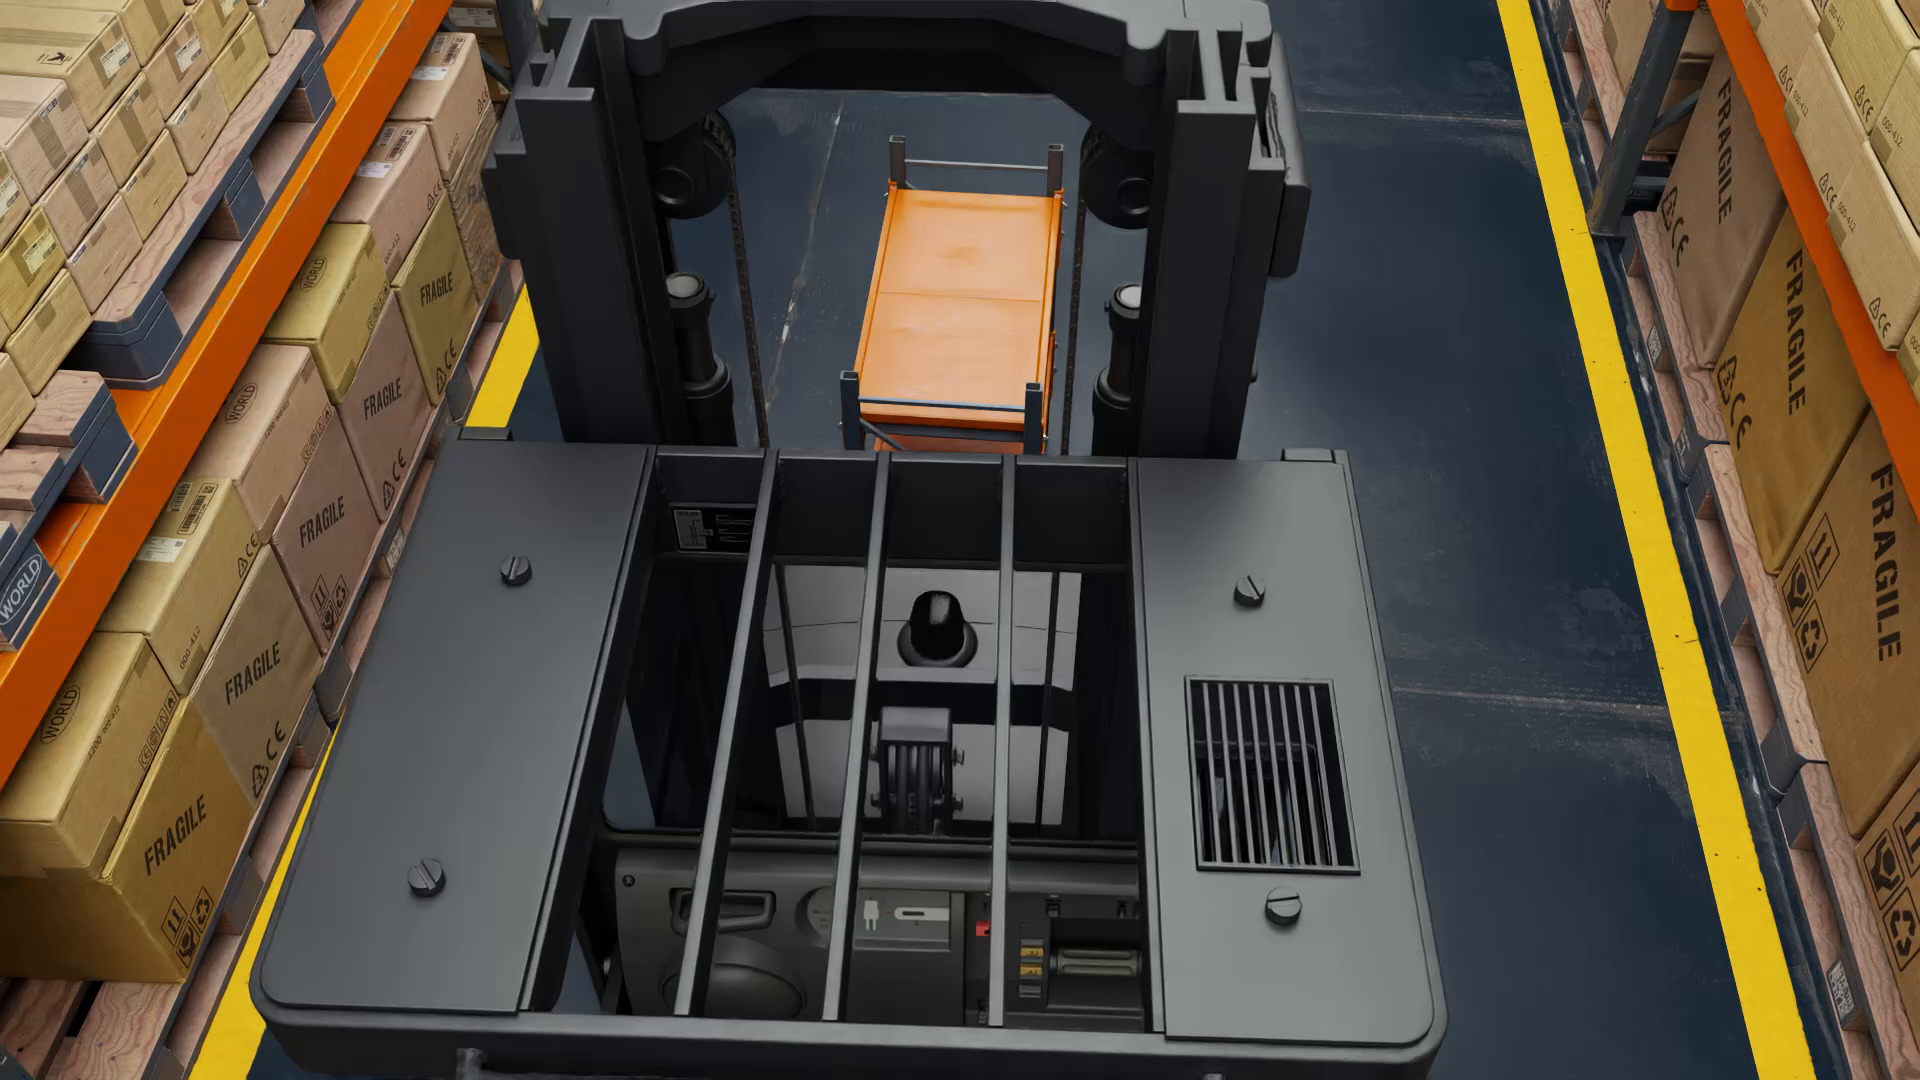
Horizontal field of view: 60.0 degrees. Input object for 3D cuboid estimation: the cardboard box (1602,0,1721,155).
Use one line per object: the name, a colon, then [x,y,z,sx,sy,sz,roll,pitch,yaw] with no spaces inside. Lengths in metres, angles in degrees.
cardboard box: [3.056,-1.903,6.410,0.875,0.438,0.875,3,48,3]

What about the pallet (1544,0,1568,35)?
pallet: [3.148,-2.683,7.561,1.003,0.211,1.213,4,48,4]

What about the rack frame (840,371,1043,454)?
rack frame: [-0.046,-0.011,4.498,0.500,1.125,0.032,4,48,4]

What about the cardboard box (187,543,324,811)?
cardboard box: [-2.050,0.338,4.317,0.500,0.500,0.500,4,48,4]

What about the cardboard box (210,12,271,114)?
cardboard box: [-2.001,-1.225,4.223,0.380,0.149,0.250,6,48,5]

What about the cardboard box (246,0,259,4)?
cardboard box: [-1.980,-1.514,4.286,0.380,0.149,0.250,2,48,2]

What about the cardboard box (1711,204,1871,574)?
cardboard box: [2.841,-0.472,4.804,0.875,0.875,0.875,5,48,5]

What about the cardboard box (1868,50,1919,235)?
cardboard box: [2.435,-0.860,3.767,0.500,0.250,0.500,3,48,2]

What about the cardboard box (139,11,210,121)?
cardboard box: [-2.031,-1.135,3.940,0.380,0.149,0.250,5,48,5]

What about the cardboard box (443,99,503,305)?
cardboard box: [-1.863,-1.168,5.695,0.500,0.500,0.500,3,48,3]

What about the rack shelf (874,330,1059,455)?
rack shelf: [0.001,-0.220,5.020,0.538,0.278,1.000,4,48,4]

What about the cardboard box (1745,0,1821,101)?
cardboard box: [2.543,-1.436,4.632,0.500,0.250,0.500,3,48,3]

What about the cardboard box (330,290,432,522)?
cardboard box: [-1.961,-0.414,5.006,0.500,0.500,0.500,3,48,3]

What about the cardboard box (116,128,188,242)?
cardboard box: [-2.051,-0.838,3.869,0.380,0.149,0.250,4,48,4]

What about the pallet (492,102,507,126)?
pallet: [-2.021,-1.986,6.923,1.003,0.211,1.213,4,48,4]

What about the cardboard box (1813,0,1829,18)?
cardboard box: [2.552,-1.601,4.444,0.500,0.250,0.500,5,48,4]

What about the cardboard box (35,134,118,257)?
cardboard box: [-2.077,-0.755,3.592,0.380,0.149,0.250,4,48,4]

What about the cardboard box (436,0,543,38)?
cardboard box: [-1.809,-2.050,6.337,0.380,0.149,0.250,6,48,5]

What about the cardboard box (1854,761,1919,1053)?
cardboard box: [2.673,0.841,3.604,0.875,0.875,0.875,3,48,3]

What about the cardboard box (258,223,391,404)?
cardboard box: [-1.957,-0.651,4.714,0.500,0.250,0.500,2,48,2]

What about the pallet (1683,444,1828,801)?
pallet: [2.788,0.240,4.887,1.003,0.211,1.213,4,48,4]

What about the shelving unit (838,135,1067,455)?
shelving unit: [0.001,-0.385,4.839,0.538,1.125,1.048,4,48,4]

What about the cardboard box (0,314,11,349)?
cardboard box: [-2.123,-0.386,3.255,0.380,0.149,0.250,3,48,2]

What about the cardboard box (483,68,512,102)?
cardboard box: [-1.694,-1.856,6.562,0.380,0.149,0.250,2,48,2]

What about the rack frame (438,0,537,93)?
rack frame: [-2.047,-2.431,5.440,1.000,3.000,0.127,4,48,4]

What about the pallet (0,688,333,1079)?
pallet: [-2.338,0.876,4.306,1.003,0.211,1.213,4,48,4]

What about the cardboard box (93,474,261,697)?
cardboard box: [-2.061,0.094,4.032,0.500,0.250,0.500,3,48,3]

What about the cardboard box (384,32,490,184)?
cardboard box: [-1.863,-1.418,5.415,0.500,0.250,0.500,3,48,2]

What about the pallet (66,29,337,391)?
pallet: [-2.272,-0.884,4.156,1.003,0.211,1.213,4,48,4]

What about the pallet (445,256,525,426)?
pallet: [-2.116,-0.917,5.946,1.003,0.211,1.213,4,48,4]

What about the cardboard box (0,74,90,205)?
cardboard box: [-2.080,-0.847,3.474,0.380,0.149,0.250,6,48,5]

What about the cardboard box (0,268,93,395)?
cardboard box: [-2.098,-0.457,3.521,0.380,0.149,0.250,6,48,5]

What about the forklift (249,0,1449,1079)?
forklift: [-0.089,0.796,2.536,1.130,2.935,3.031,2,48,1]

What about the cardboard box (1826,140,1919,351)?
cardboard box: [2.426,-0.693,3.953,0.500,0.250,0.500,3,48,3]

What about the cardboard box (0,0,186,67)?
cardboard box: [-2.031,-1.225,3.820,0.380,0.149,0.250,3,48,3]
